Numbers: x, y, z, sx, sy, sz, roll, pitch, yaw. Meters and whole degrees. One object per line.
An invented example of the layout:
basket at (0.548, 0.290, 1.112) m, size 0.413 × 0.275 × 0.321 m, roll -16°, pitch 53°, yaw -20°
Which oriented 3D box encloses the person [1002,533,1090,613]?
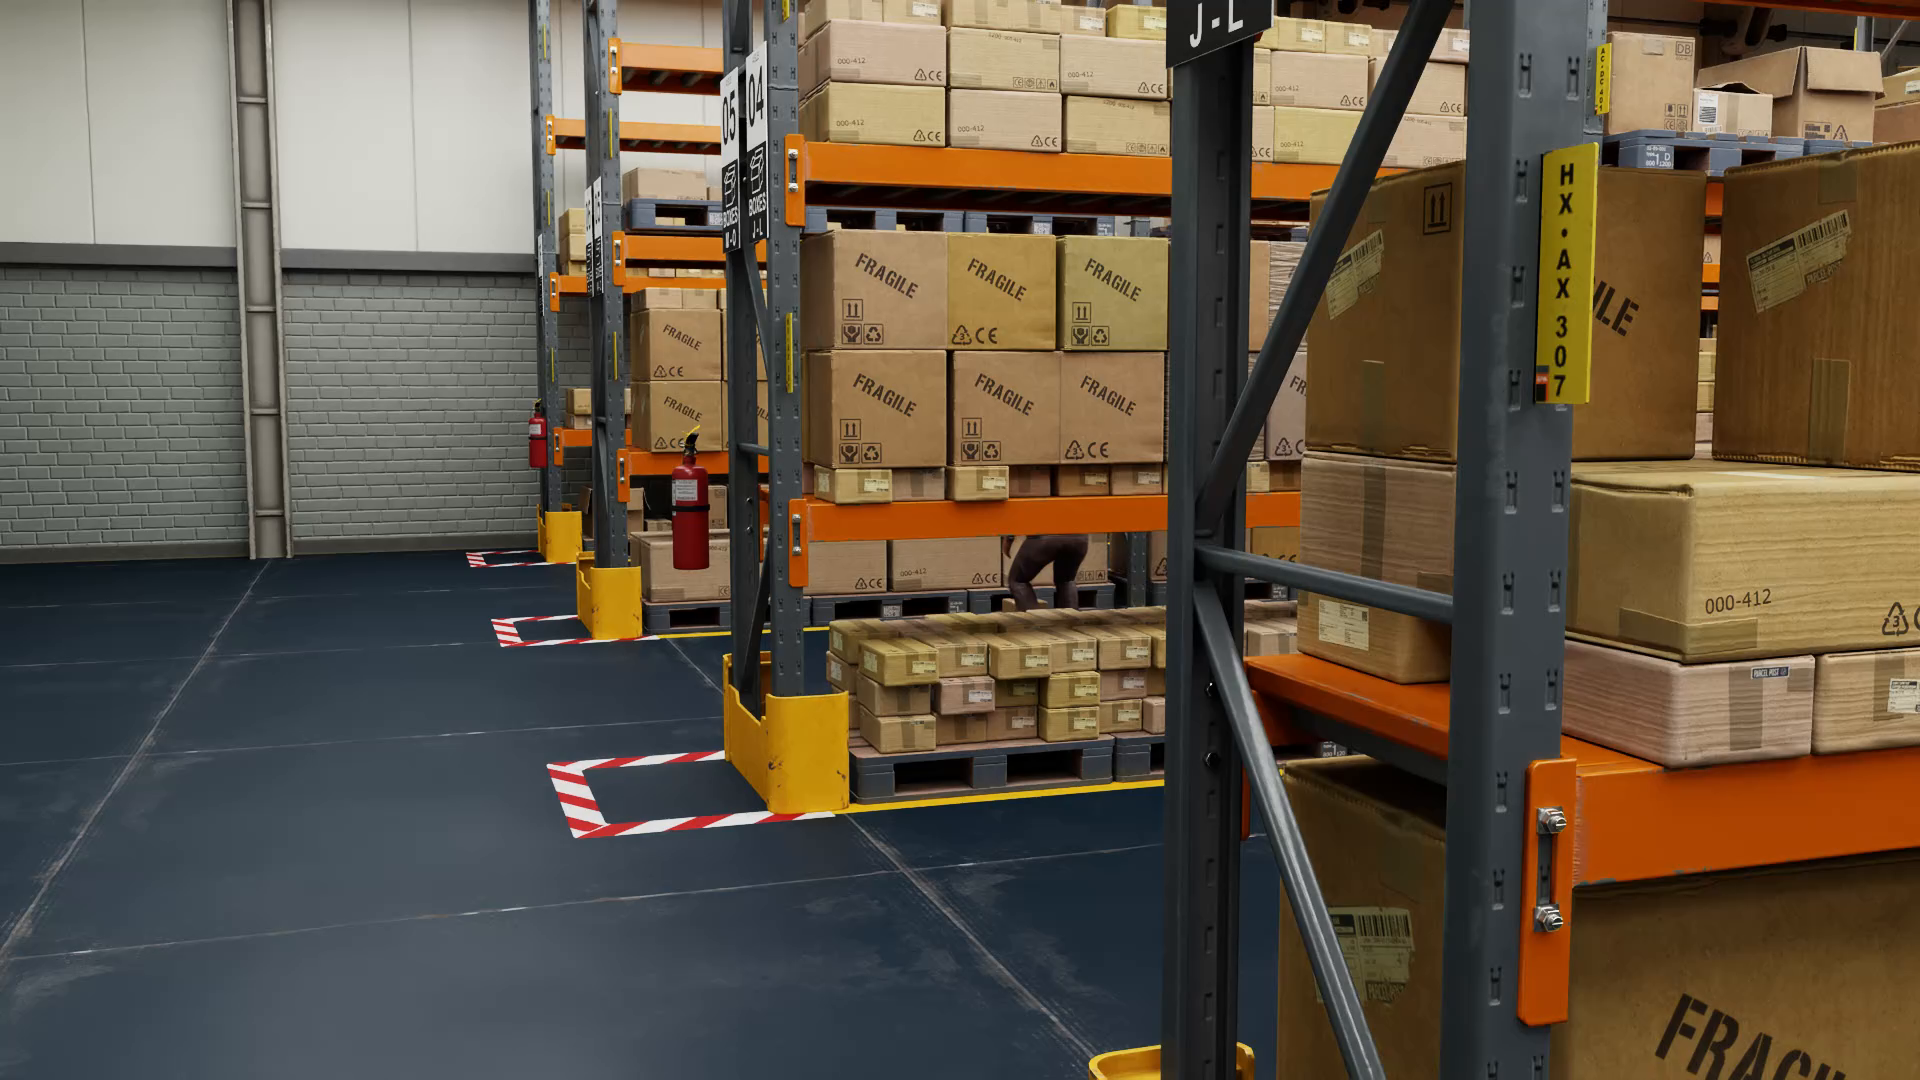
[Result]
person at (0.572, -0.005, 11.344) m, size 0.590 × 1.461 × 0.669 m, roll -2°, pitch 6°, yaw -18°
